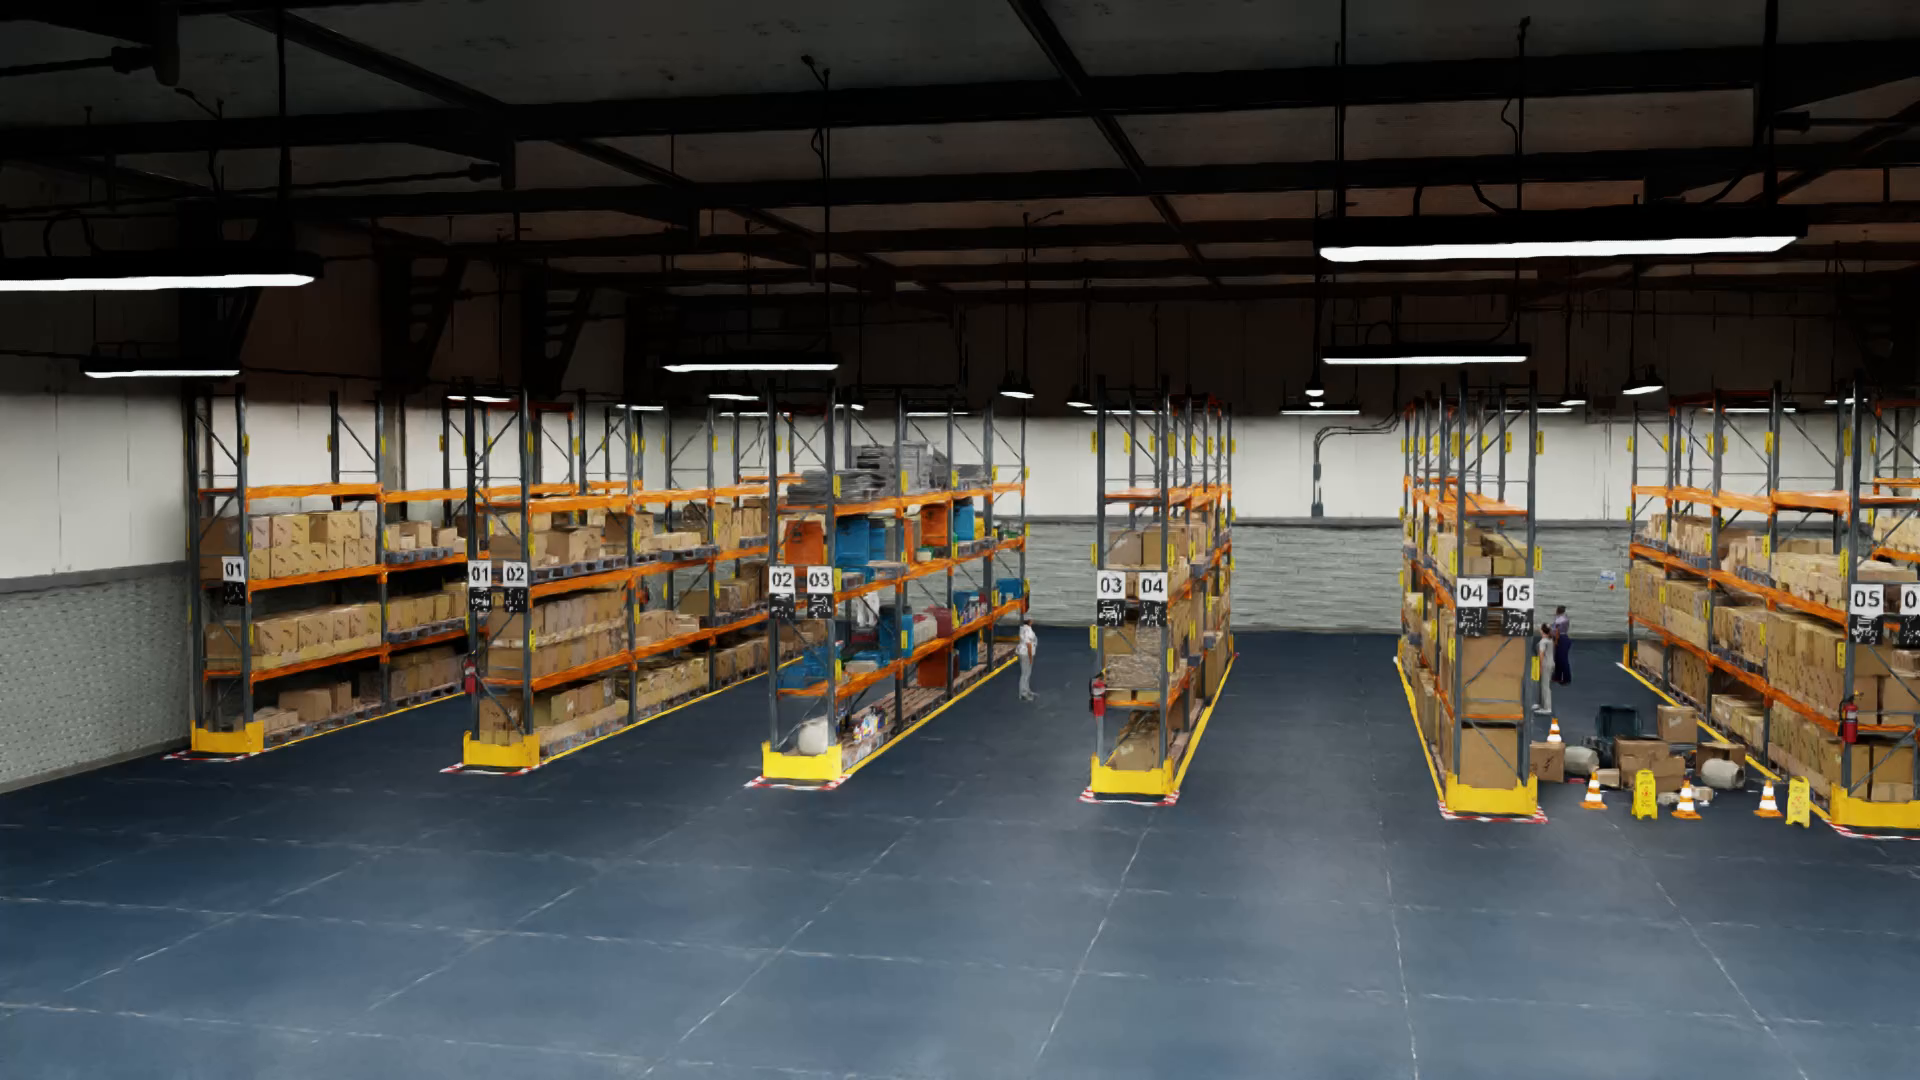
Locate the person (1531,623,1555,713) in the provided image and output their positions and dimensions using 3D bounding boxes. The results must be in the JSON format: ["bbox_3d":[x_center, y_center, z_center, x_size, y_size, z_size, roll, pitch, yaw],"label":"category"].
[{"bbox_3d":[10.882,2.377,31.059,0.477,1.674,0.487,3,4,43],"label":"person"}]

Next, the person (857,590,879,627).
[{"bbox_3d":[-2.271,1.847,40.878,0.600,1.630,1.110,1,3,11],"label":"person"}]

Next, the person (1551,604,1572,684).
[{"bbox_3d":[12.608,2.179,34.967,0.569,1.621,0.618,2,4,33],"label":"person"}]

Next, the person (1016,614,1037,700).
[{"bbox_3d":[1.345,2.285,32.761,0.463,1.673,0.577,-1,3,-12],"label":"person"}]
